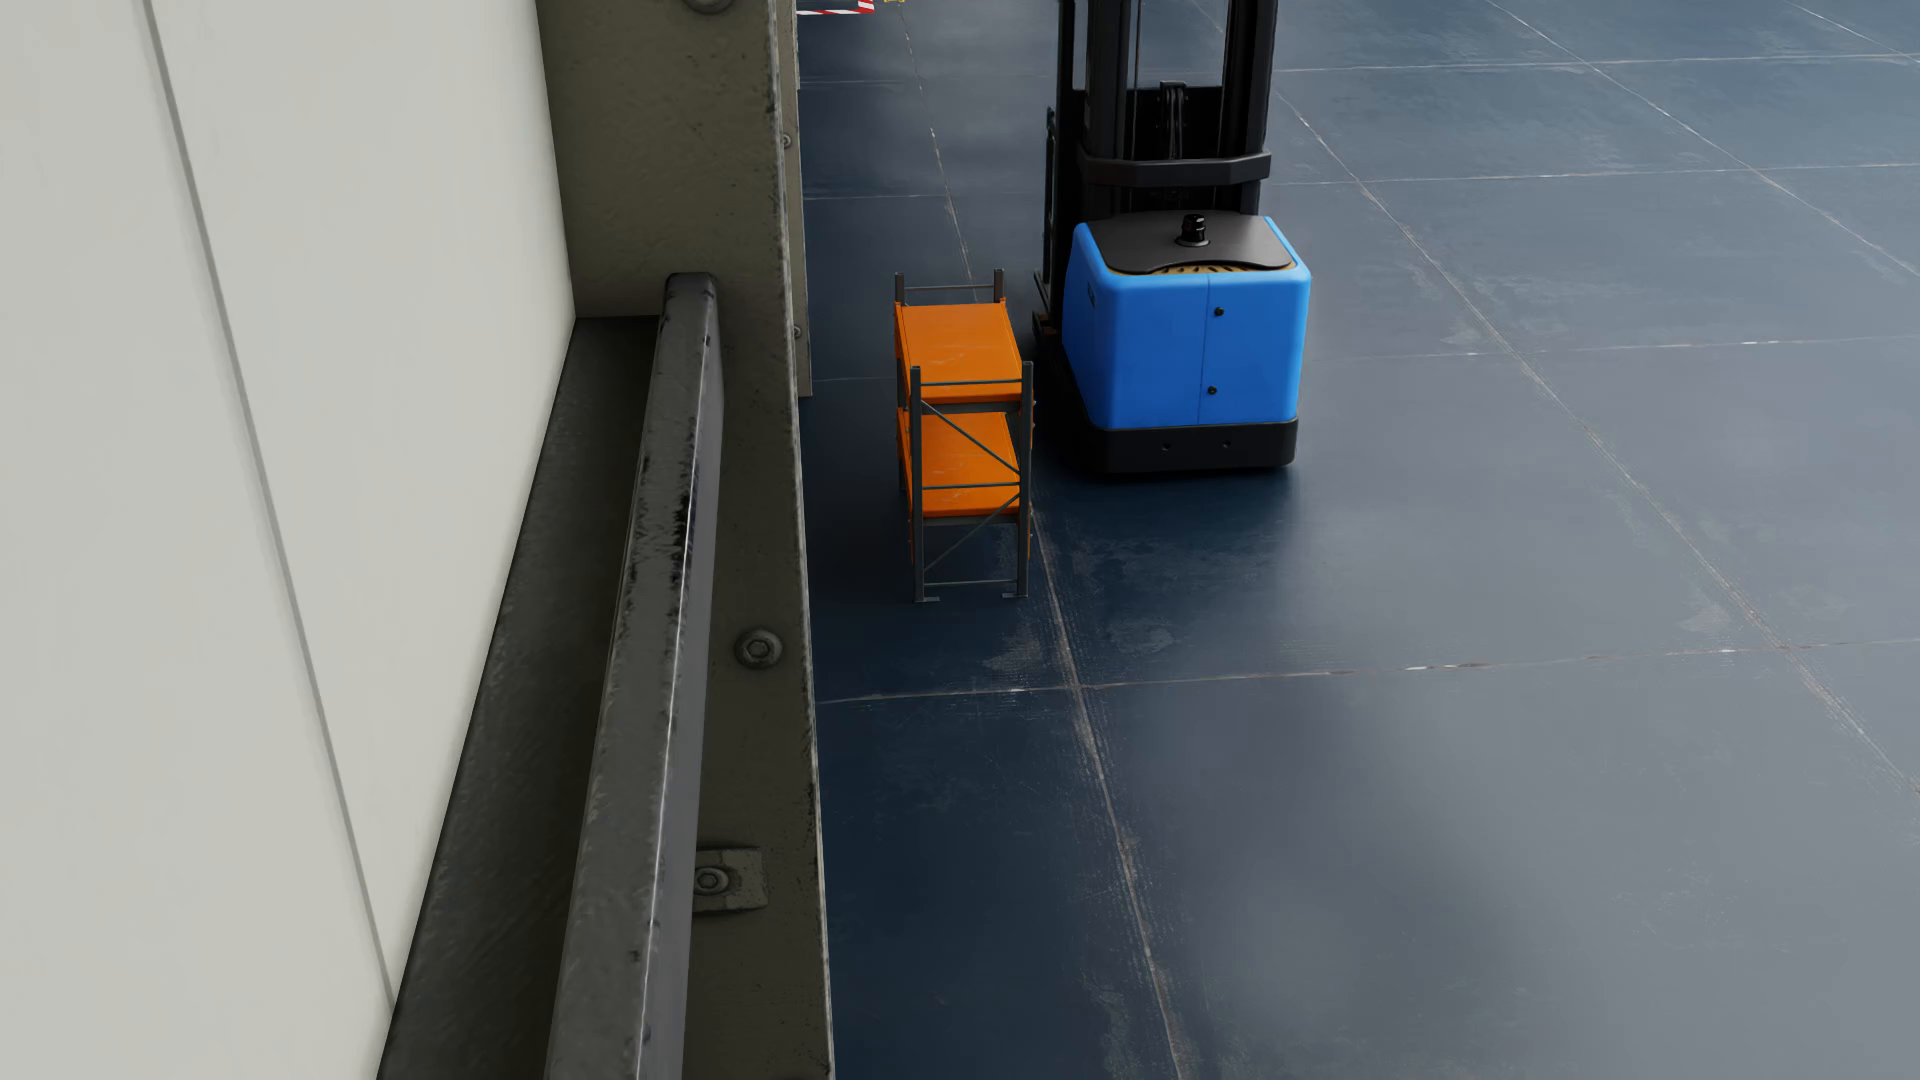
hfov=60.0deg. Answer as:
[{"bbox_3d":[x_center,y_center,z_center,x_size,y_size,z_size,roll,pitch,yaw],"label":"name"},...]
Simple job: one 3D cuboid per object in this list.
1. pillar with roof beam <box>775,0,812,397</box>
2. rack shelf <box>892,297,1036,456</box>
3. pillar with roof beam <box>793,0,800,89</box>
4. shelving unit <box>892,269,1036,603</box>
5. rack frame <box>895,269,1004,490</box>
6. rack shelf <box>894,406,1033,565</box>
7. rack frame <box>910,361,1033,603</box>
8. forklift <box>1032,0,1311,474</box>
[{"bbox_3d":[3.308,-4.948,7.259,9.100,9.000,0.400,-3,31,-5],"label":"pillar with roof beam"},{"bbox_3d":[-0.001,-0.738,7.317,0.538,0.278,1.000,-3,31,-5],"label":"rack shelf"},{"bbox_3d":[2.747,-8.012,12.388,9.100,9.000,0.400,-3,31,-5],"label":"pillar with roof beam"},{"bbox_3d":[-0.001,-0.486,7.467,0.538,1.125,1.048,-3,31,-5],"label":"shelving unit"},{"bbox_3d":[-0.048,-0.746,7.902,0.500,1.125,0.032,-3,31,-5],"label":"rack frame"},{"bbox_3d":[-0.001,-0.276,7.593,0.538,0.278,1.000,-3,31,-5],"label":"rack shelf"},{"bbox_3d":[0.047,-0.227,7.033,0.500,1.125,0.032,-3,31,-5],"label":"rack frame"},{"bbox_3d":[1.013,-2.314,8.767,1.130,2.935,3.031,-3,31,-5],"label":"forklift"}]
